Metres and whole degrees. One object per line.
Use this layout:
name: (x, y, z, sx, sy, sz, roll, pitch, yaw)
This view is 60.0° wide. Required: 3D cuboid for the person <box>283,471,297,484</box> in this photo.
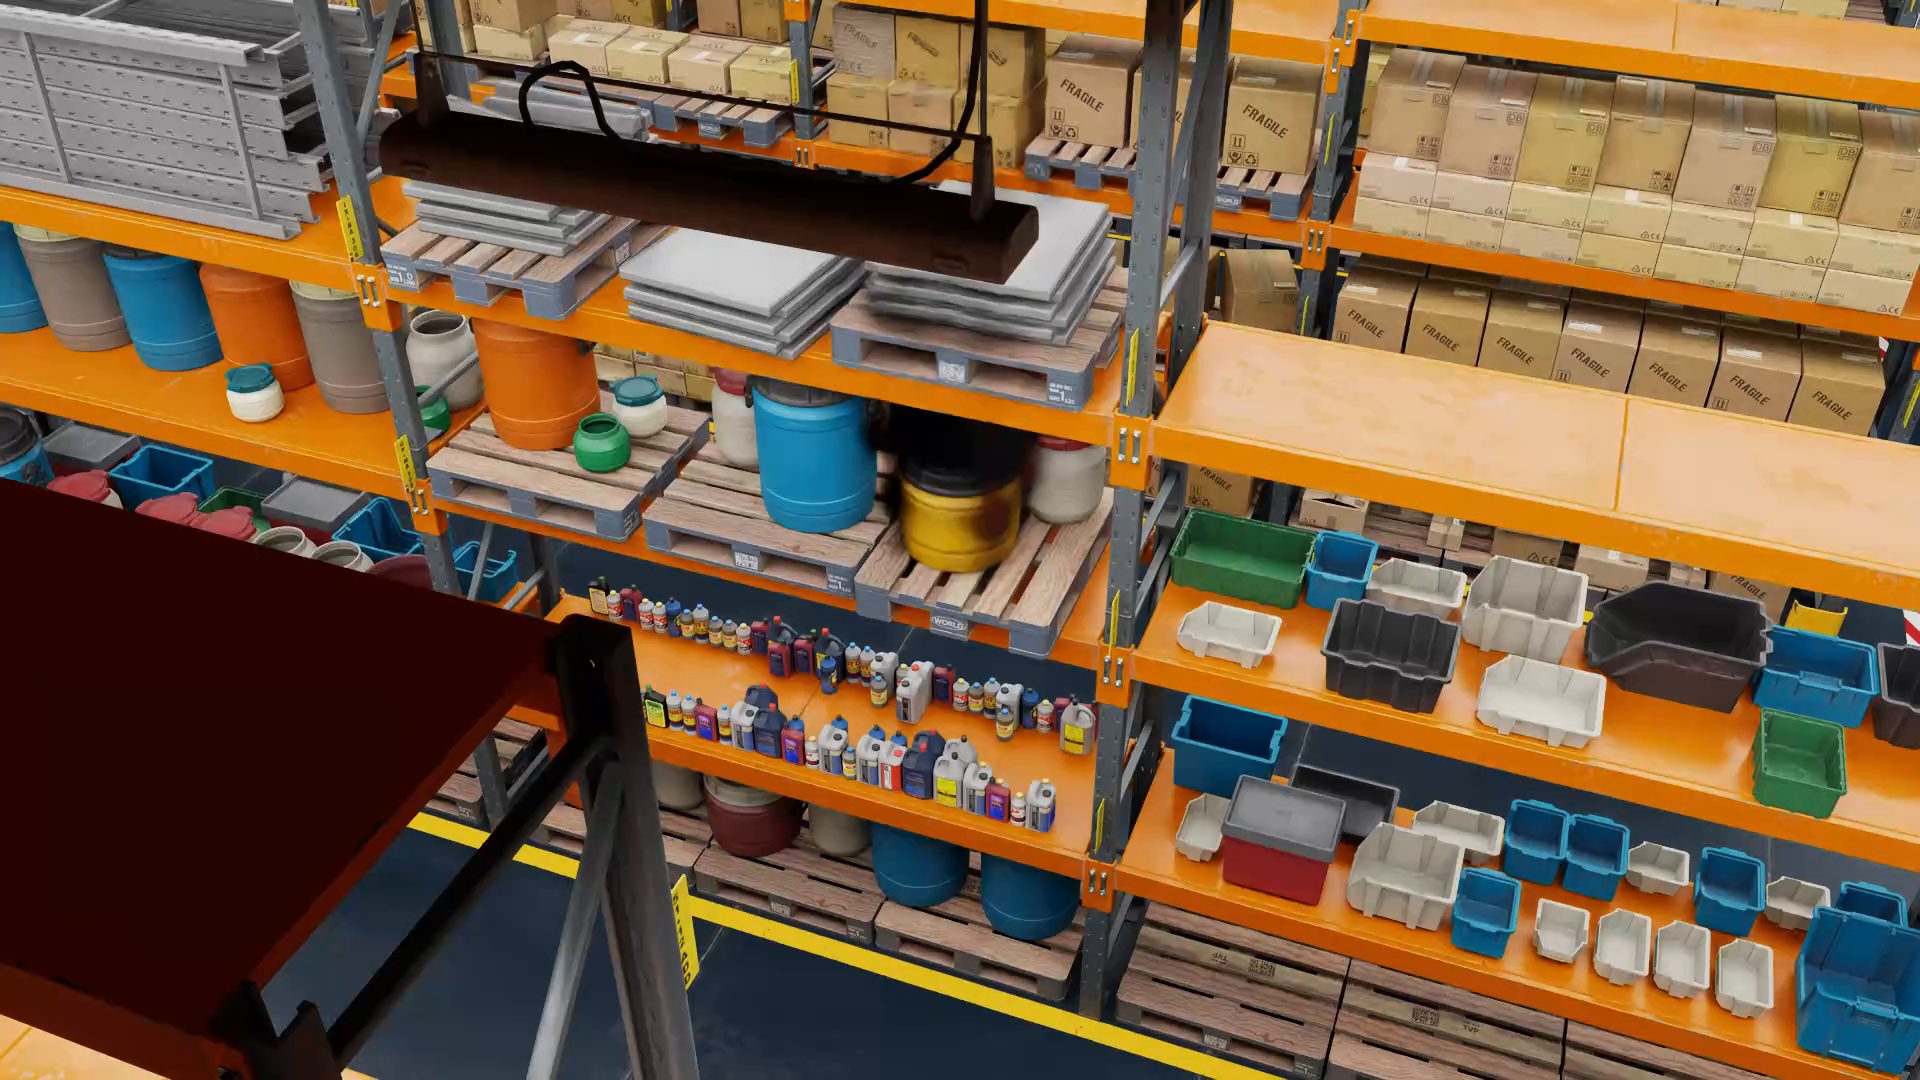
person: (-5.039, -0.709, 12.977, 0.665, 1.660, 0.571, 8, 37, 11)
